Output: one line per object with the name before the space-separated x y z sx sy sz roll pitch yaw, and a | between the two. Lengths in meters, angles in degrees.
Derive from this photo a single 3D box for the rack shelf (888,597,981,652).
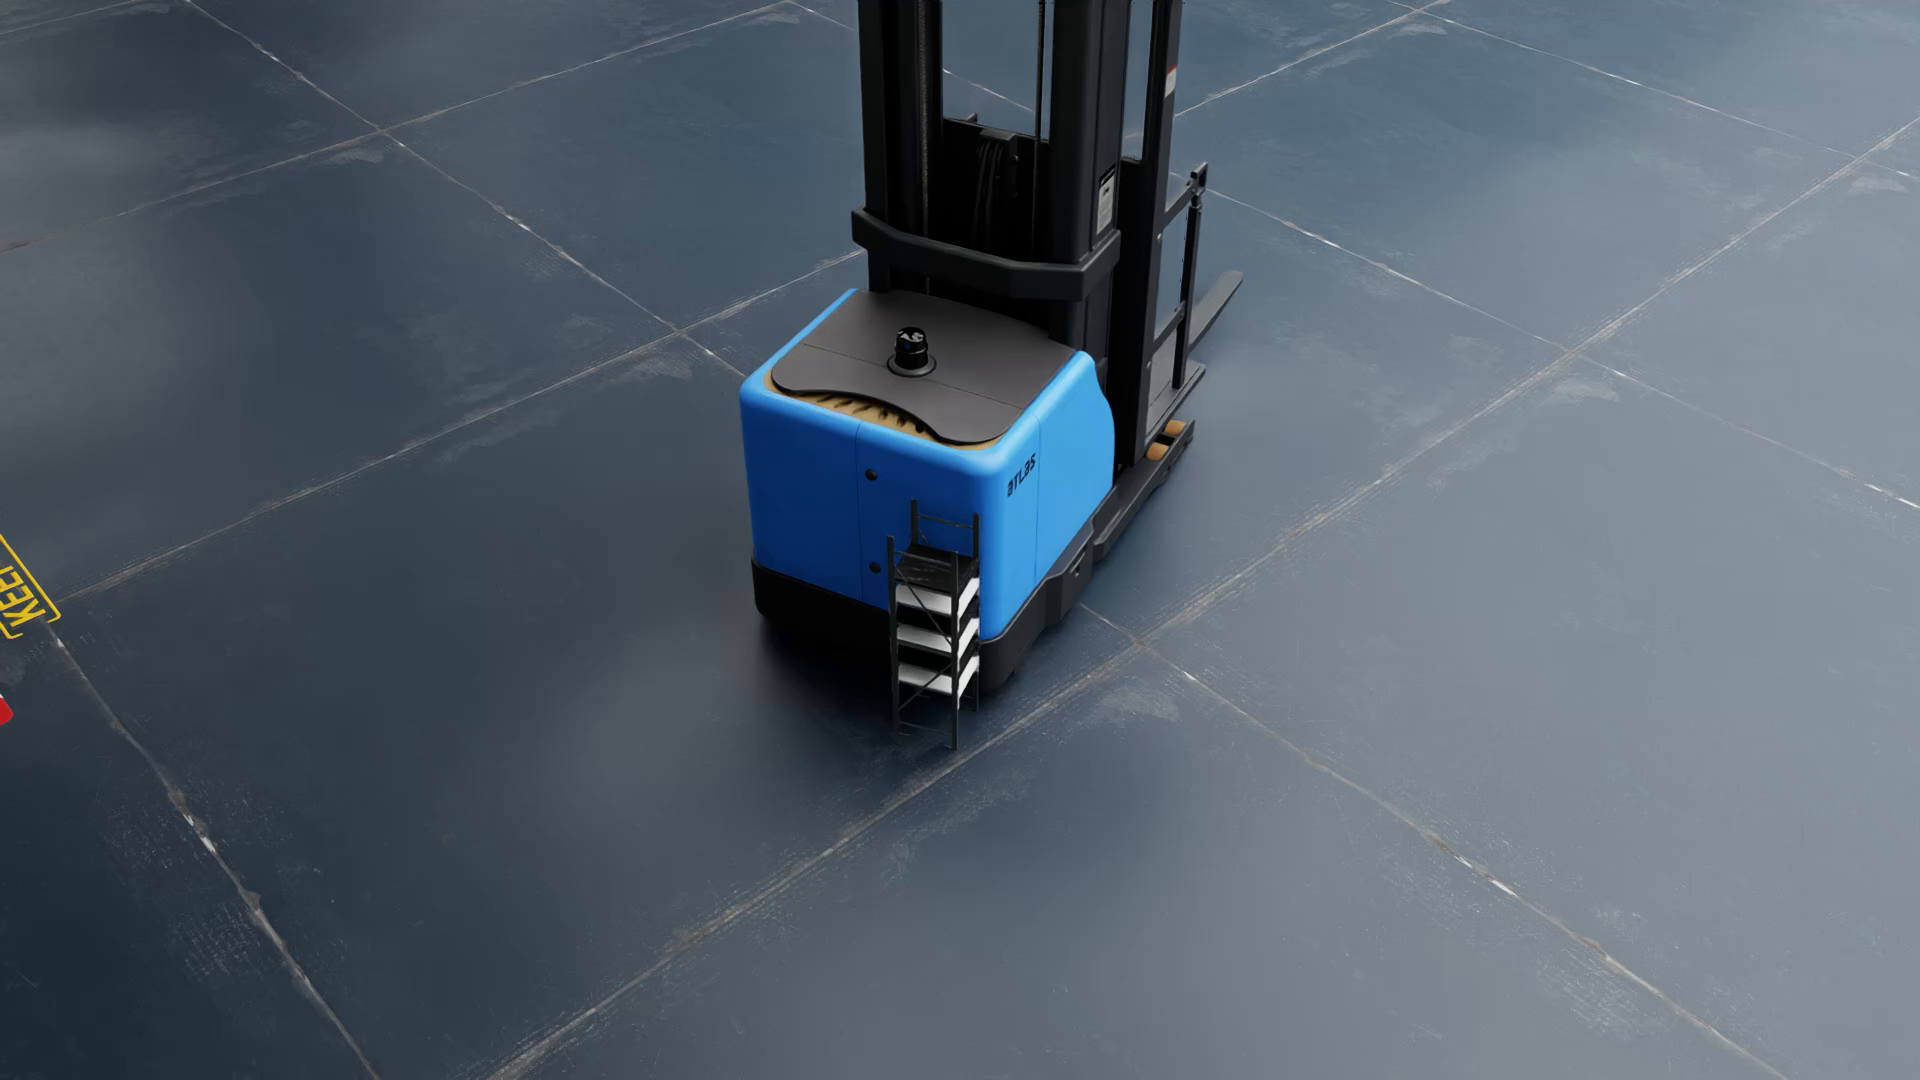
rack shelf | -0.085 0.257 5.625 0.258 0.077 0.200 13 41 16

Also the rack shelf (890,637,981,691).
rack shelf | -0.085 0.397 5.738 0.258 0.077 0.200 13 41 16

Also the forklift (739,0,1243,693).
forklift | 0.356 -1.507 6.283 1.130 2.935 3.031 18 42 21

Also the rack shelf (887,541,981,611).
rack shelf | -0.085 0.117 5.512 0.258 0.077 0.200 13 41 16

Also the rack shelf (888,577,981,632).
rack shelf | -0.085 0.187 5.568 0.258 0.077 0.200 13 41 16

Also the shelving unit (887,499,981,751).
shelving unit | -0.085 0.301 5.661 0.258 0.900 0.210 13 41 16

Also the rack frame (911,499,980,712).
rack frame | -0.049 0.242 5.734 0.240 0.900 0.006 13 41 16

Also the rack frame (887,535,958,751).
rack frame | -0.121 0.361 5.587 0.240 0.900 0.006 13 41 16

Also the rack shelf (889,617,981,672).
rack shelf | -0.085 0.327 5.682 0.258 0.077 0.200 13 41 16

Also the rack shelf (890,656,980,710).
rack shelf | -0.085 0.467 5.795 0.258 0.077 0.200 13 41 16
